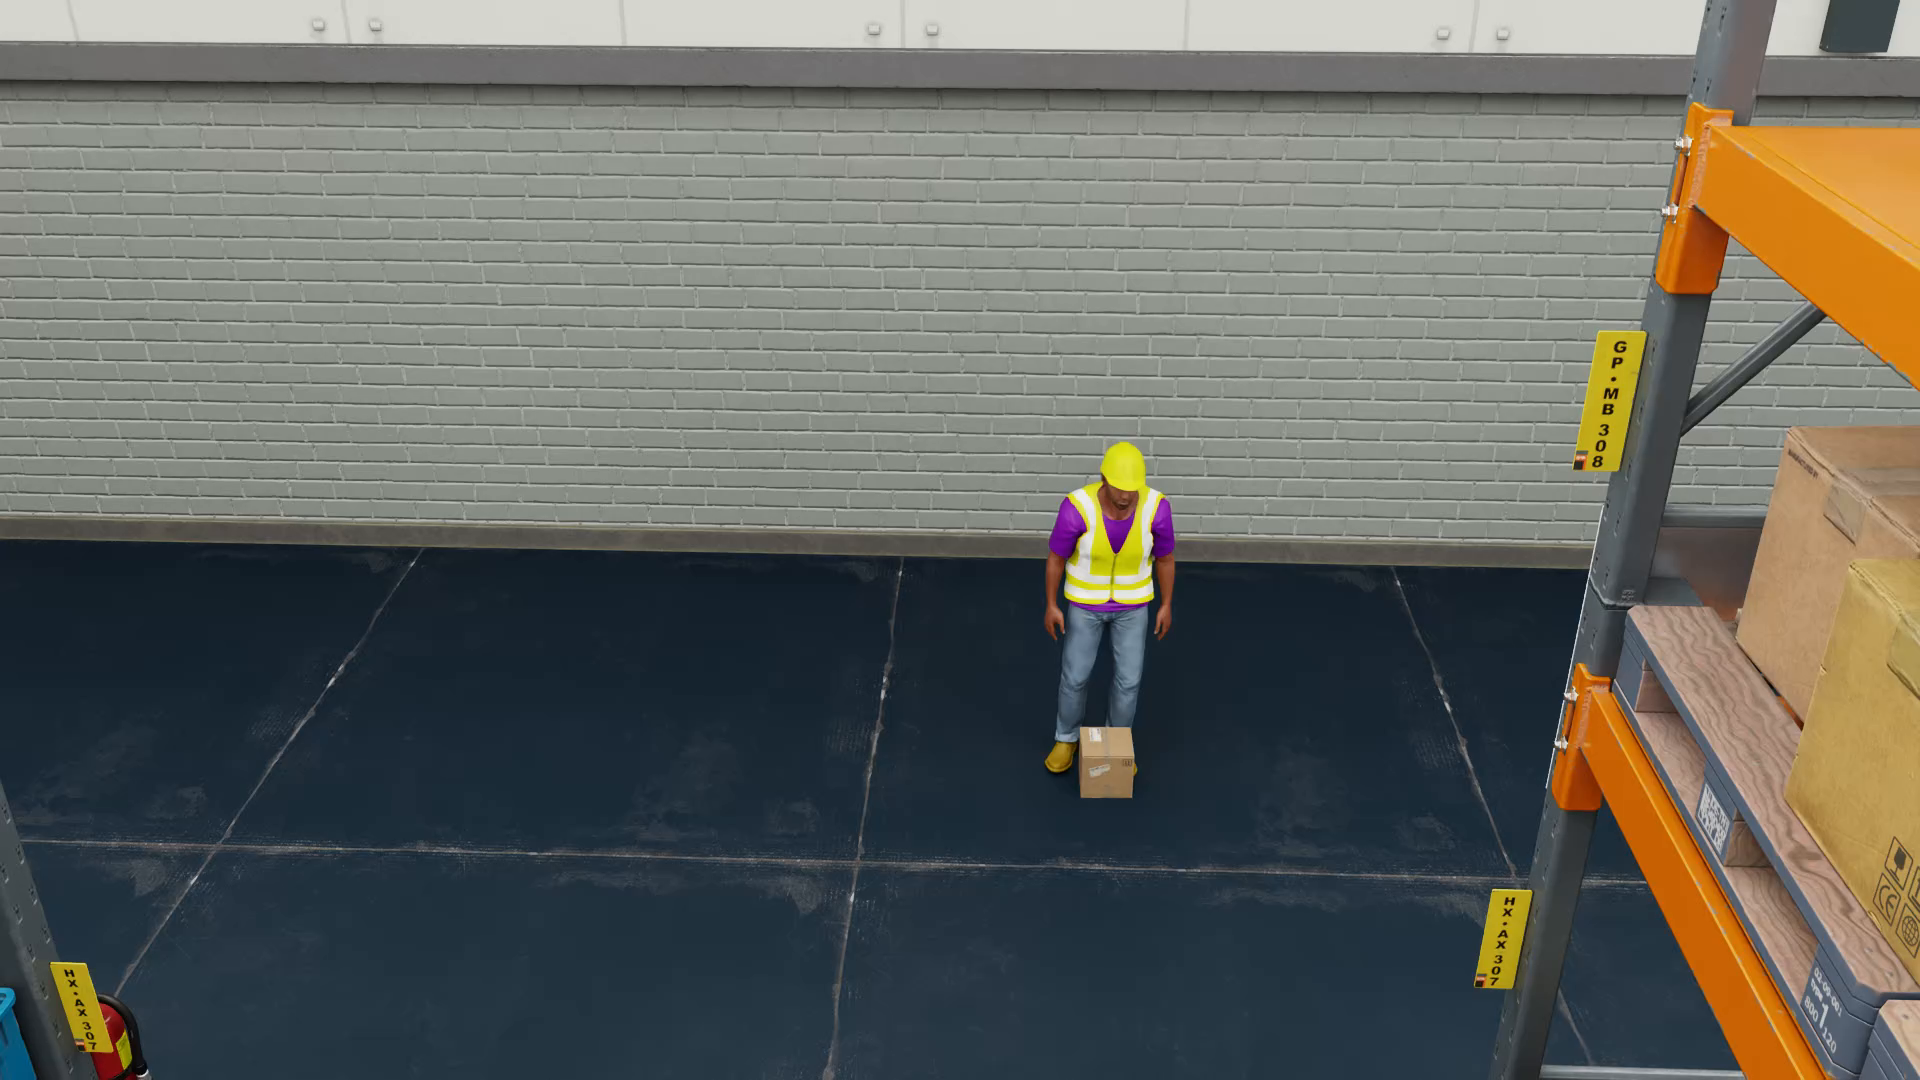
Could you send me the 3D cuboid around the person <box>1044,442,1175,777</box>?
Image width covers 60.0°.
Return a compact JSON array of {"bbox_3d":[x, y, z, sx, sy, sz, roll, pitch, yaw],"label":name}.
[{"bbox_3d":[0.718,0.318,8.001,0.629,1.759,0.460,-1,28,-1],"label":"person"}]
